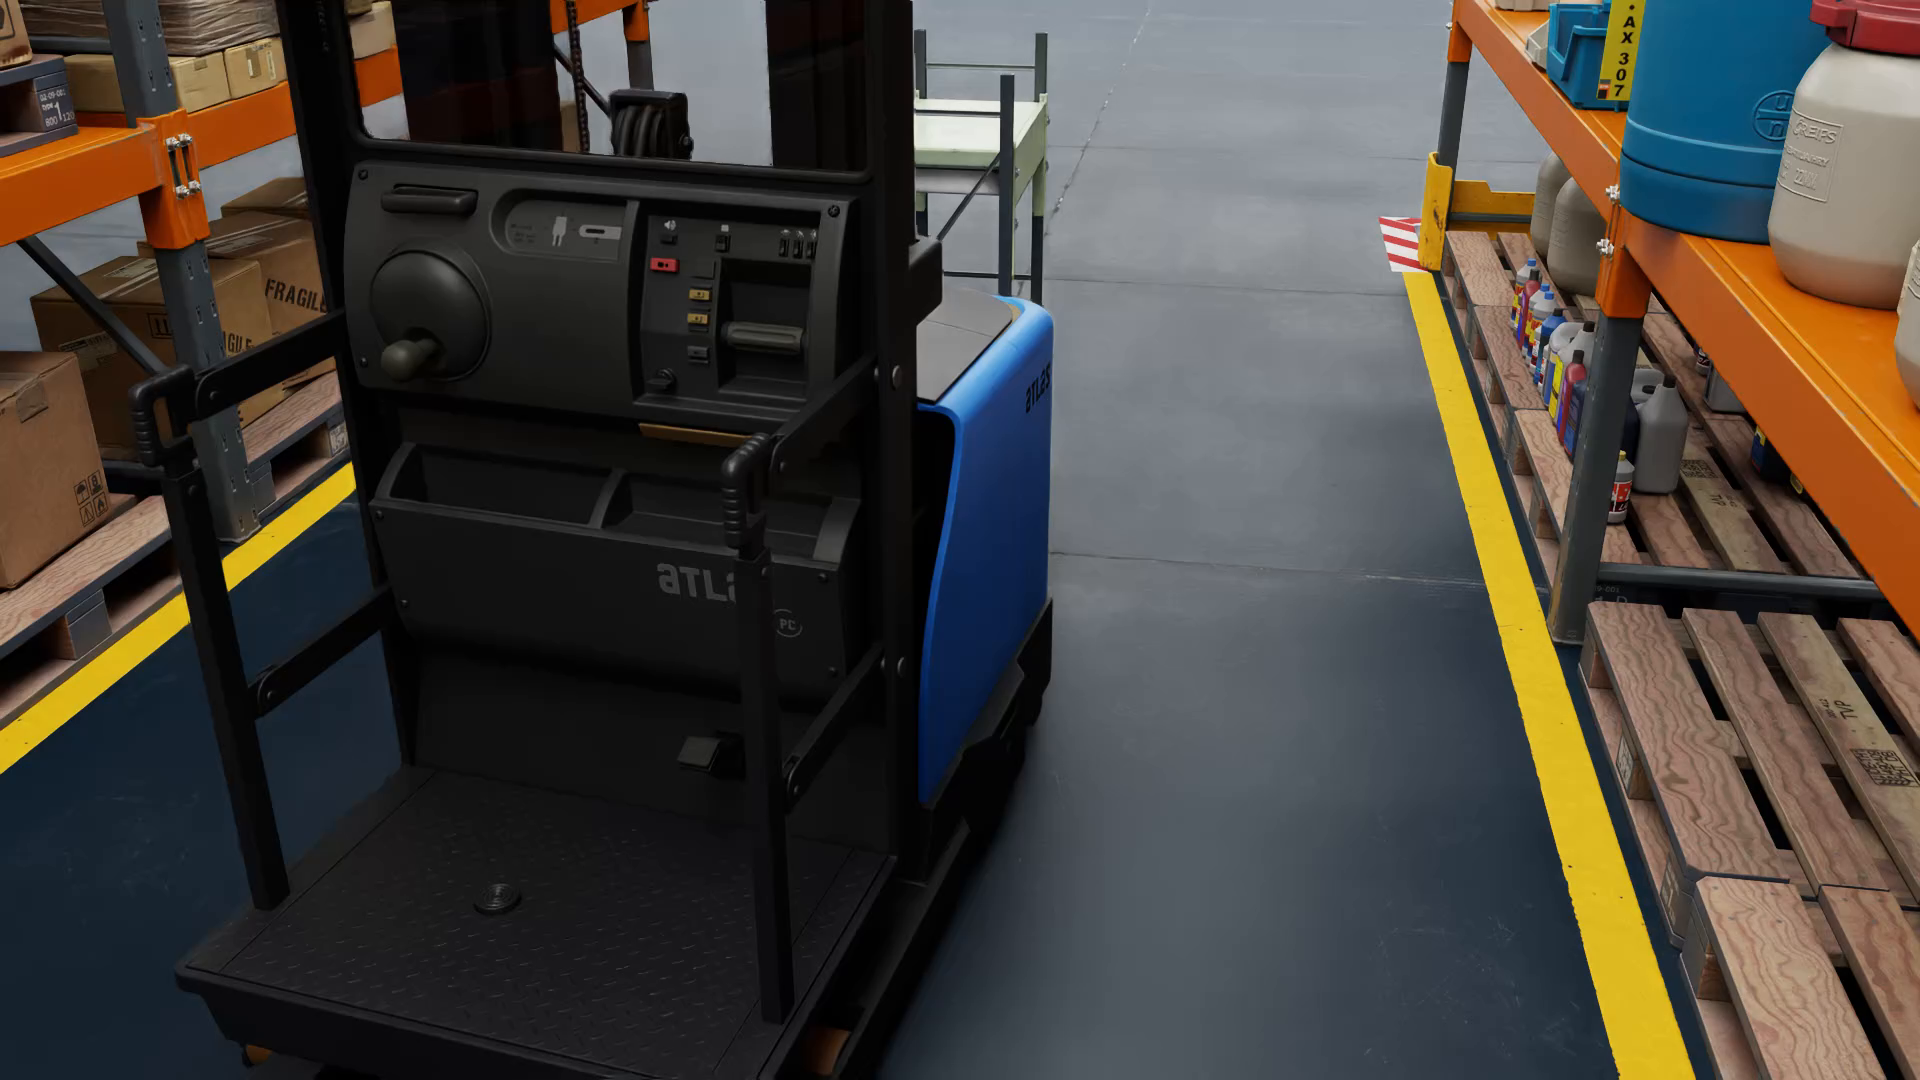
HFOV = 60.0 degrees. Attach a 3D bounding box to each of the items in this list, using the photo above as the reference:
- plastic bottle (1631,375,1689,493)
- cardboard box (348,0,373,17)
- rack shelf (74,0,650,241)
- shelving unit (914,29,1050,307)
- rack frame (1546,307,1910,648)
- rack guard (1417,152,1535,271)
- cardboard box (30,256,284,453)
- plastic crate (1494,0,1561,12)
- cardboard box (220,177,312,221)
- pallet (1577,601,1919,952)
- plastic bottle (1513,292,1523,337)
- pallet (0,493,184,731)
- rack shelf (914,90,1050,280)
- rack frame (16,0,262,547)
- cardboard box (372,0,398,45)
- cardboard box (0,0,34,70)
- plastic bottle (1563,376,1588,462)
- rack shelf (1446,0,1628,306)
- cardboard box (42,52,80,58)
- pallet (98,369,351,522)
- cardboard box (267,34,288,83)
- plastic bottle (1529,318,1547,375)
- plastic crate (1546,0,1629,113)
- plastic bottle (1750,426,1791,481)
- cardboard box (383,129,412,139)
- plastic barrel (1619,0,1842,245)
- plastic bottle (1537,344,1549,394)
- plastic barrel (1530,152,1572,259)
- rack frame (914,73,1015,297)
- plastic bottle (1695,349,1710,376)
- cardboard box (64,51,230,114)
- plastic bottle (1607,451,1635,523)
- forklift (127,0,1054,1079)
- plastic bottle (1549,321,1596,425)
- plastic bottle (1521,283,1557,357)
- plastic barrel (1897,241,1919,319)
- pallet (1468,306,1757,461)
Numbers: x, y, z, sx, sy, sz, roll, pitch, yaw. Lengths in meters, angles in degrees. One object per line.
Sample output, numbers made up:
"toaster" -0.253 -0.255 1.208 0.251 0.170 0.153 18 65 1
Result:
"plastic bottle" 2.114 -0.335 5.033 0.144 0.351 0.185 4 25 9
"cardboard box" -2.485 -1.970 5.451 0.875 0.500 0.500 4 25 9
"rack shelf" -2.409 -1.910 6.640 1.077 0.370 4.000 4 25 9
"shelving unit" 0.001 -0.682 4.938 0.431 1.500 0.755 4 25 9
"rack frame" 2.151 -1.056 3.968 1.000 3.000 0.127 4 25 9
"rack guard" 2.838 -1.562 7.997 1.175 0.500 0.348 4 25 9
"cardboard box" -2.631 -0.622 5.493 0.500 0.500 0.500 3 25 7
"plastic crate" 2.341 -2.257 6.846 0.298 0.136 0.250 4 25 9
"cardboard box" -2.521 -1.127 6.572 0.500 0.500 0.500 2 25 4
"pallet" 2.061 0.538 3.851 1.003 0.211 1.213 4 25 9
"plastic bottle" 2.184 -0.881 6.375 0.097 0.201 0.097 0 25 0
"pallet" -2.861 0.190 4.596 1.003 0.211 1.213 4 25 9
"rack shelf" 0.001 -1.036 4.773 0.431 0.370 0.720 4 25 9
"rack frame" -2.736 -1.399 4.701 1.000 3.000 0.127 4 25 9
"cardboard box" -2.224 -1.879 6.022 0.380 0.149 0.250 4 25 9
"cardboard box" -3.004 -1.538 3.795 1.000 1.000 1.000 4 25 9
"plastic bottle" 2.003 -0.425 5.225 0.144 0.351 0.185 3 25 6
"rack shelf" 2.478 -1.567 5.907 1.077 0.370 4.000 4 25 9
"cardboard box" -2.940 -1.500 5.212 0.380 0.149 0.250 4 25 9
"pallet" -2.661 -0.420 5.897 1.003 0.211 1.213 4 25 9
"cardboard box" -2.337 -1.565 5.351 0.380 0.149 0.250 4 25 9
"plastic bottle" 2.112 -0.697 5.984 0.097 0.201 0.097 0 25 0
"plastic crate" 2.064 -1.470 5.028 0.499 0.251 0.616 4 25 9
"plastic bottle" 2.550 -0.374 5.117 0.144 0.351 0.185 4 25 9
"cardboard box" -2.264 -1.618 7.621 0.500 0.500 0.500 11 27 22
"plastic barrel" 1.789 -1.142 3.561 0.600 0.901 0.708 4 25 9
"plastic bottle" 2.078 -0.611 5.800 0.097 0.201 0.097 0 25 0
"plastic barrel" 2.772 -1.512 7.381 0.421 0.512 0.421 0 25 0
"rack frame" -0.059 -0.529 4.611 0.400 1.500 0.023 4 25 9
"plastic bottle" 2.720 -0.702 5.992 0.097 0.201 0.097 0 25 0
"cardboard box" -2.404 -1.354 4.902 0.380 0.149 0.250 4 25 9
"plastic bottle" 1.903 -0.161 4.838 0.097 0.201 0.097 0 25 0
"forklift" -0.692 -0.392 2.630 1.130 2.935 3.031 8 26 16
"plastic bottle" 2.056 -0.560 5.514 0.144 0.351 0.185 4 25 8
"plastic bottle" 2.145 -0.812 6.147 0.097 0.271 0.097 0 25 0
"plastic barrel" 1.783 -0.450 2.837 0.301 0.262 0.301 0 25 0
"pallet" 2.499 -0.583 6.246 1.003 0.211 1.213 4 25 9
